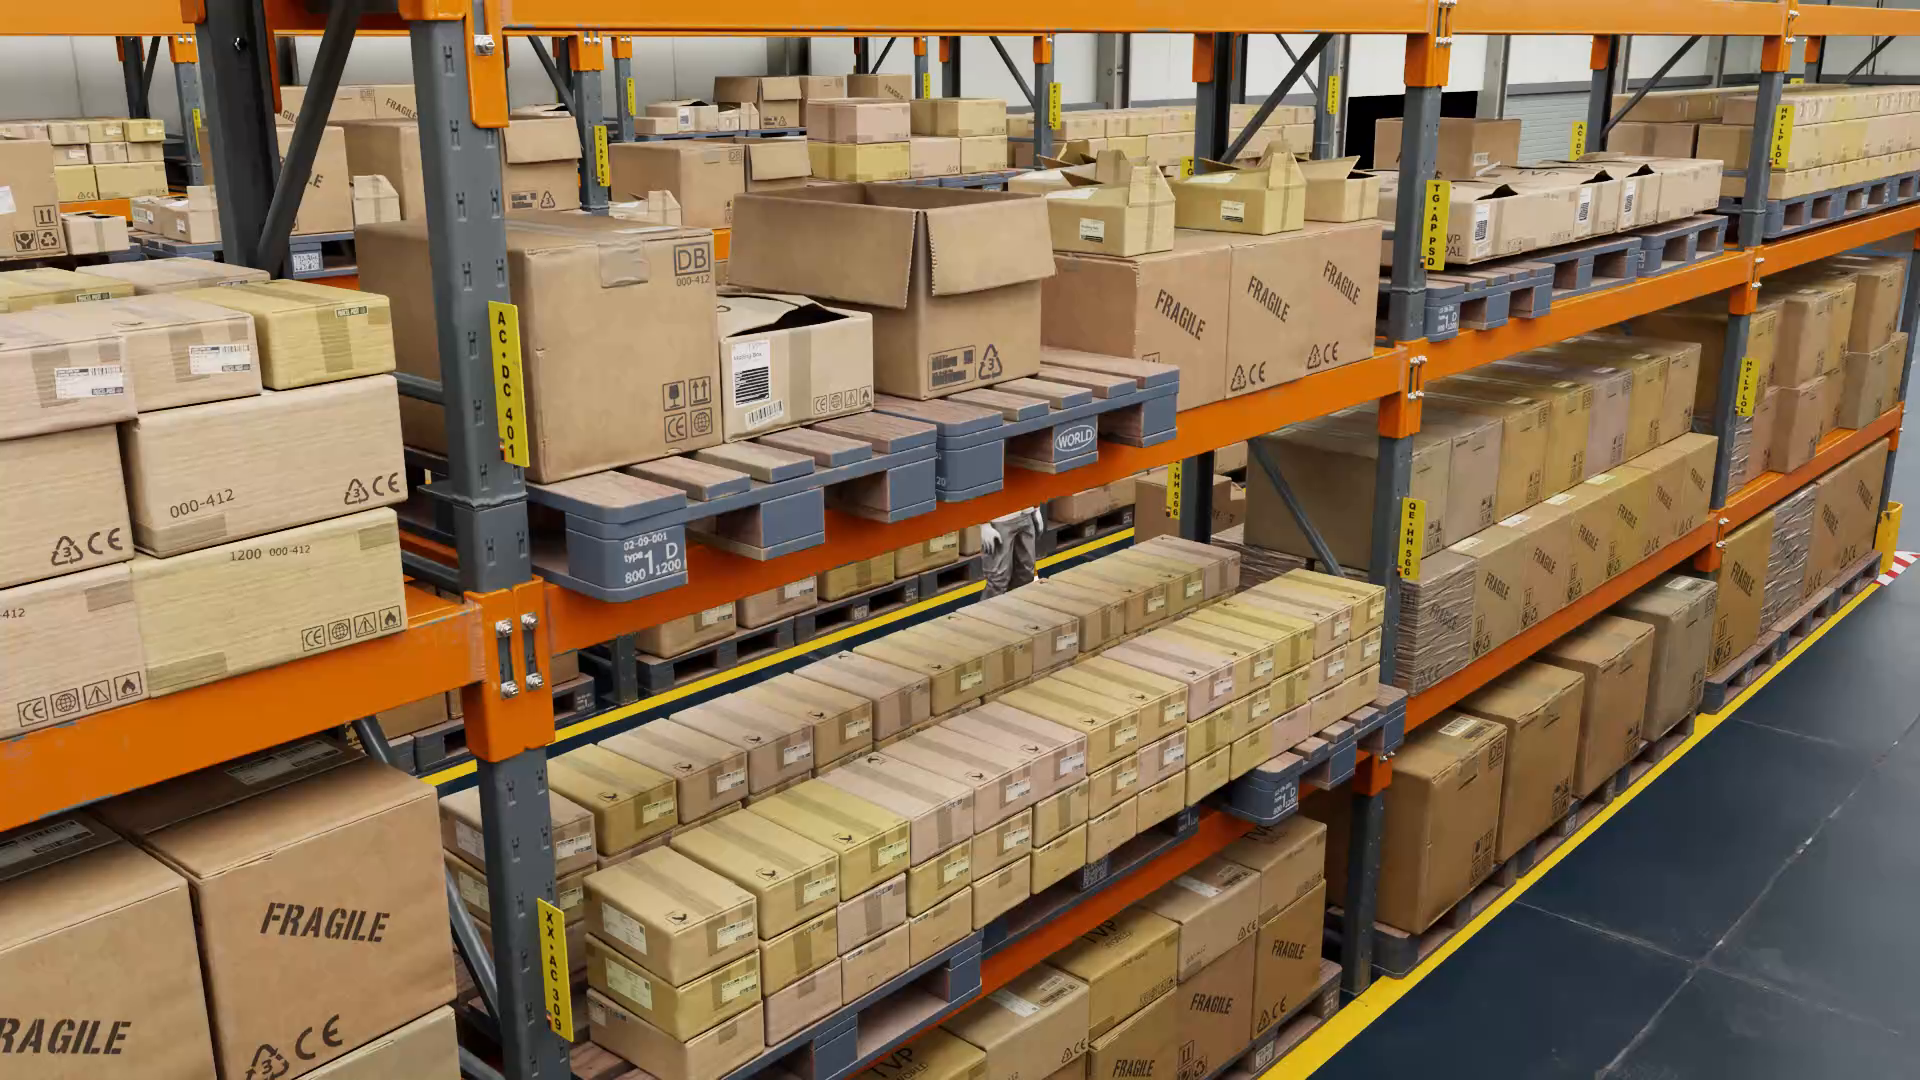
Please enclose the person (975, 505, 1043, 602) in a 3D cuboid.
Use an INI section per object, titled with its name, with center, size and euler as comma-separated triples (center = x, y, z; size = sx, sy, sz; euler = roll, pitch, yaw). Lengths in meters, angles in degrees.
[person]
center = 0.328, -0.112, 10.896
size = 0.447, 1.774, 0.616
euler = 13, 21, 36
